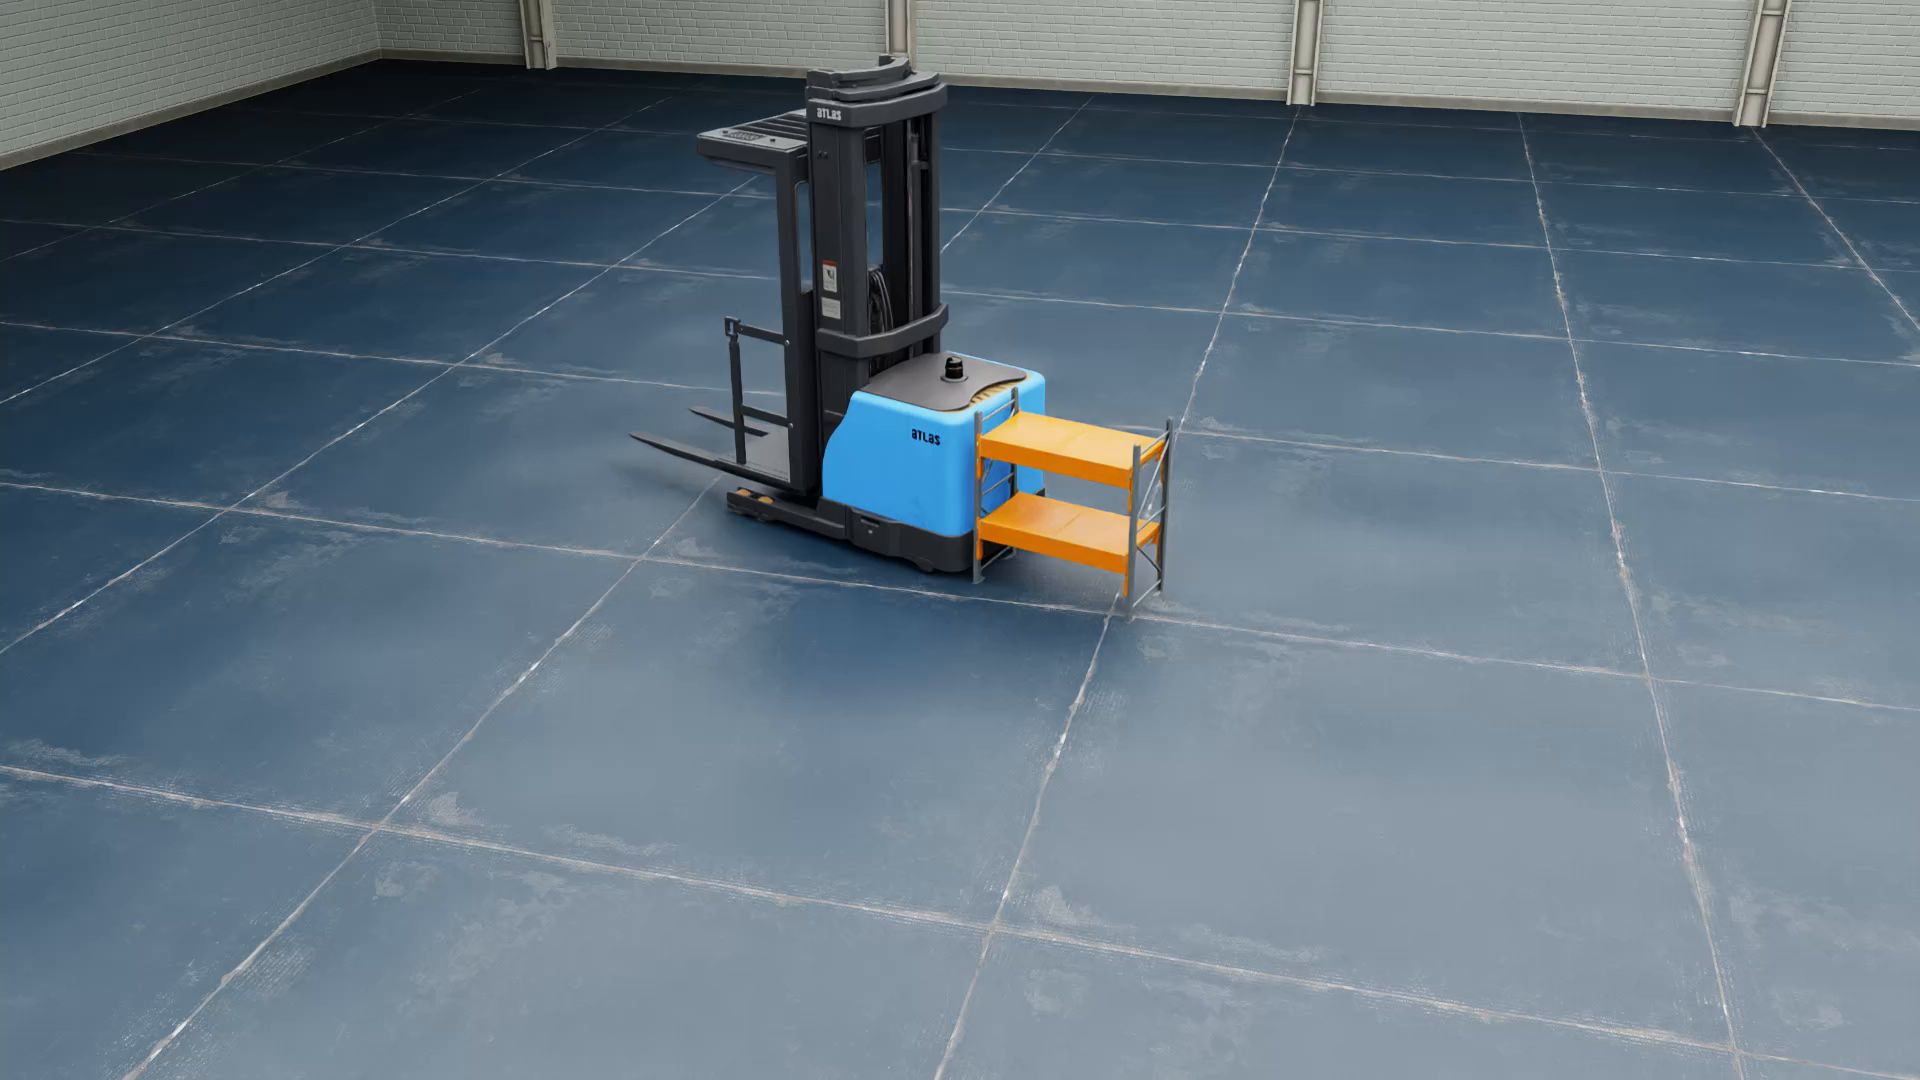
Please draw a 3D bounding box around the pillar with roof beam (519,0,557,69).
[{"bbox_3d":[-7.776,-9.855,20.981,0.400,9.000,9.100,6,26,13],"label":"pillar with roof beam"}]

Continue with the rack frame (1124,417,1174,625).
[{"bbox_3d":[1.099,-0.109,9.670,0.032,1.125,0.500,14,29,27],"label":"rack frame"}]

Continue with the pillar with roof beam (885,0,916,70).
[{"bbox_3d":[-1.965,-9.212,19.632,0.400,9.000,9.100,6,26,13],"label":"pillar with roof beam"}]

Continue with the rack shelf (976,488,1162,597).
[{"bbox_3d":[0.659,0.003,10.005,1.000,0.278,0.538,14,29,27],"label":"rack shelf"}]

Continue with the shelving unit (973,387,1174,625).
[{"bbox_3d":[0.659,-0.218,9.900,1.048,1.125,0.538,14,29,27],"label":"shelving unit"}]

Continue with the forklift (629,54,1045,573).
[{"bbox_3d":[-0.937,-1.608,10.718,3.031,2.935,1.130,17,31,32],"label":"forklift"}]

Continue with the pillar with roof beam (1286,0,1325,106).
[{"bbox_3d":[3.846,-8.570,18.282,0.400,9.000,9.100,6,26,13],"label":"pillar with roof beam"}]

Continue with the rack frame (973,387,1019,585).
[{"bbox_3d":[0.219,-0.328,10.129,0.032,1.125,0.500,14,29,27],"label":"rack frame"}]

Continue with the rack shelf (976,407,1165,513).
[{"bbox_3d":[0.659,-0.482,9.774,1.000,0.278,0.538,14,29,27],"label":"rack shelf"}]

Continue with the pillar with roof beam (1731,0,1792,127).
[{"bbox_3d":[9.657,-7.928,16.933,0.400,9.000,9.100,6,26,13],"label":"pillar with roof beam"}]
